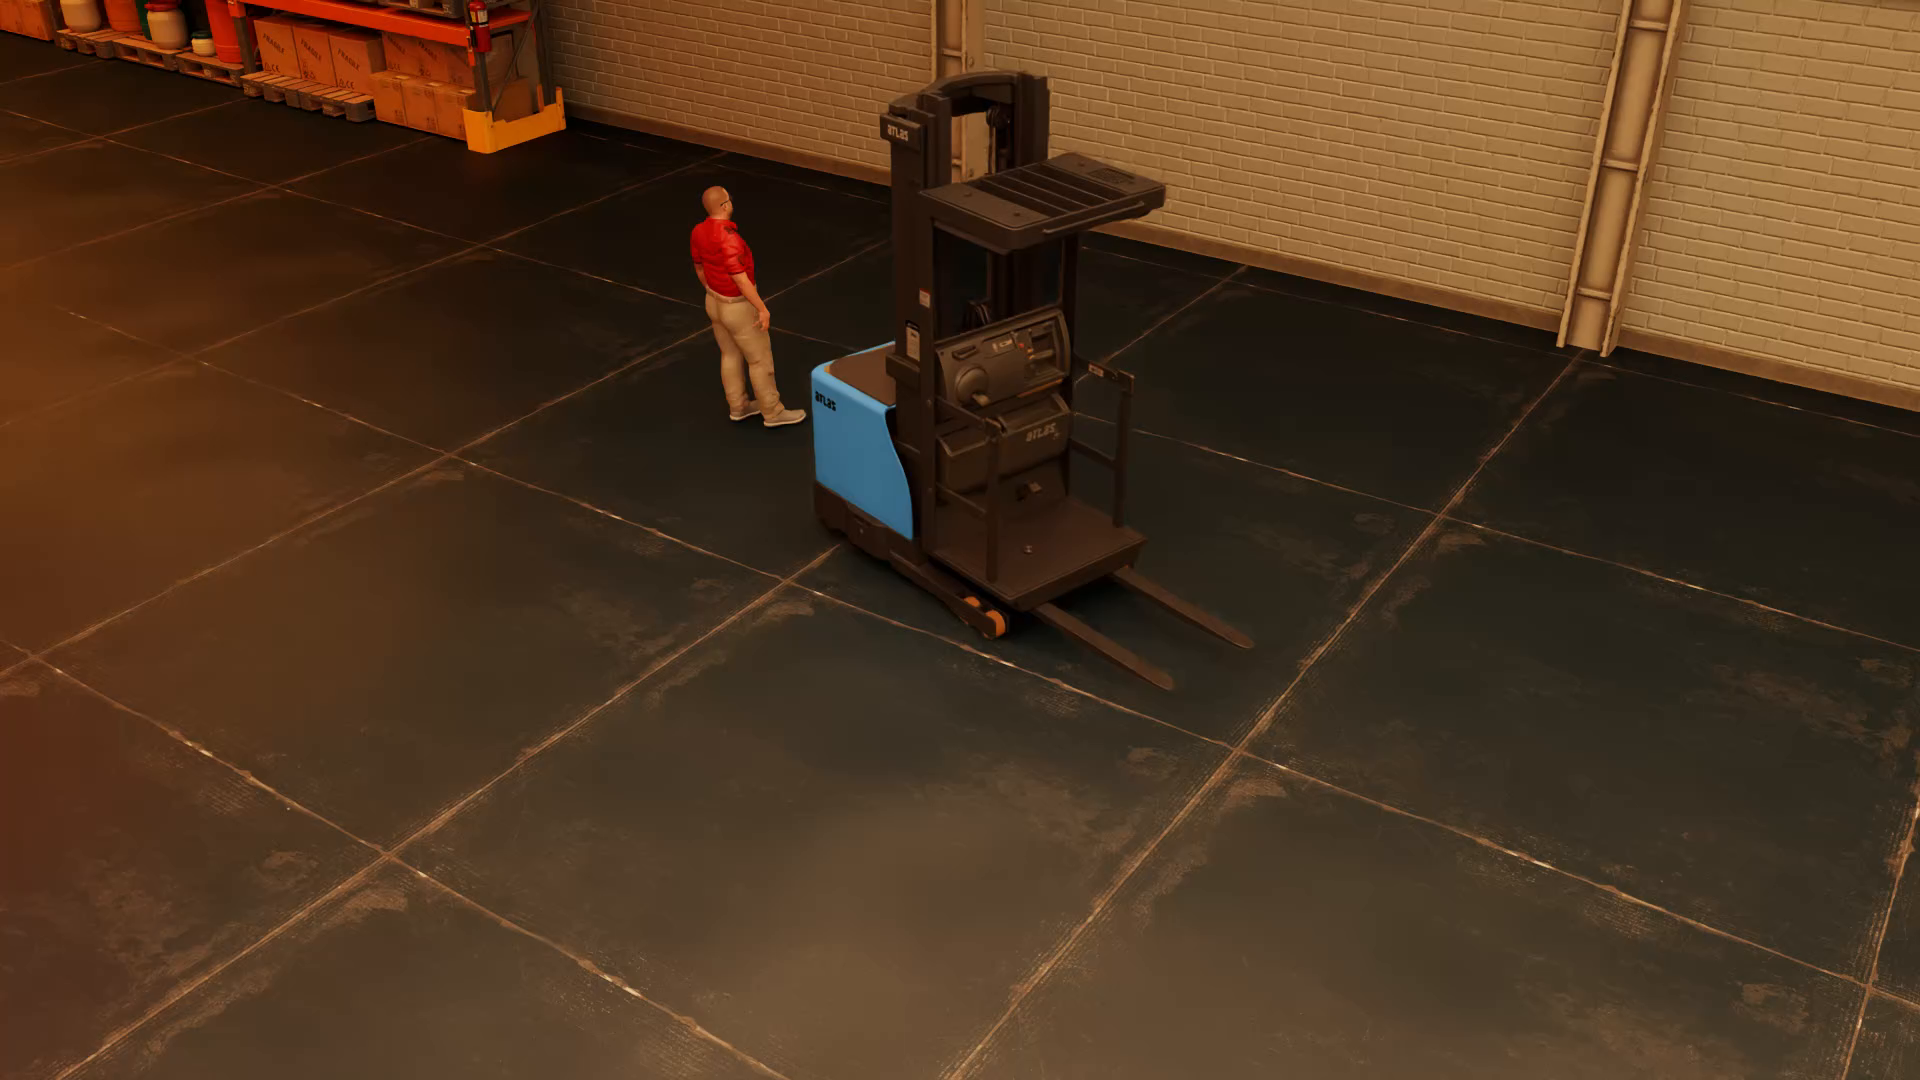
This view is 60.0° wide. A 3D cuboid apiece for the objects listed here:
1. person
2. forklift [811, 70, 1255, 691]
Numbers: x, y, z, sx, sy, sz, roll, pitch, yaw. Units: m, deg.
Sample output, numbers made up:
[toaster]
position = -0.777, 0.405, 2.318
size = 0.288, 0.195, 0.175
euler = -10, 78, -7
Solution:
[person]
position = -1.498, -1.642, 11.593
size = 0.552, 1.727, 0.638
euler = -25, 38, -36
[forklift]
position = 0.392, -0.983, 9.274
size = 1.130, 2.935, 3.031
euler = -22, 37, -33
